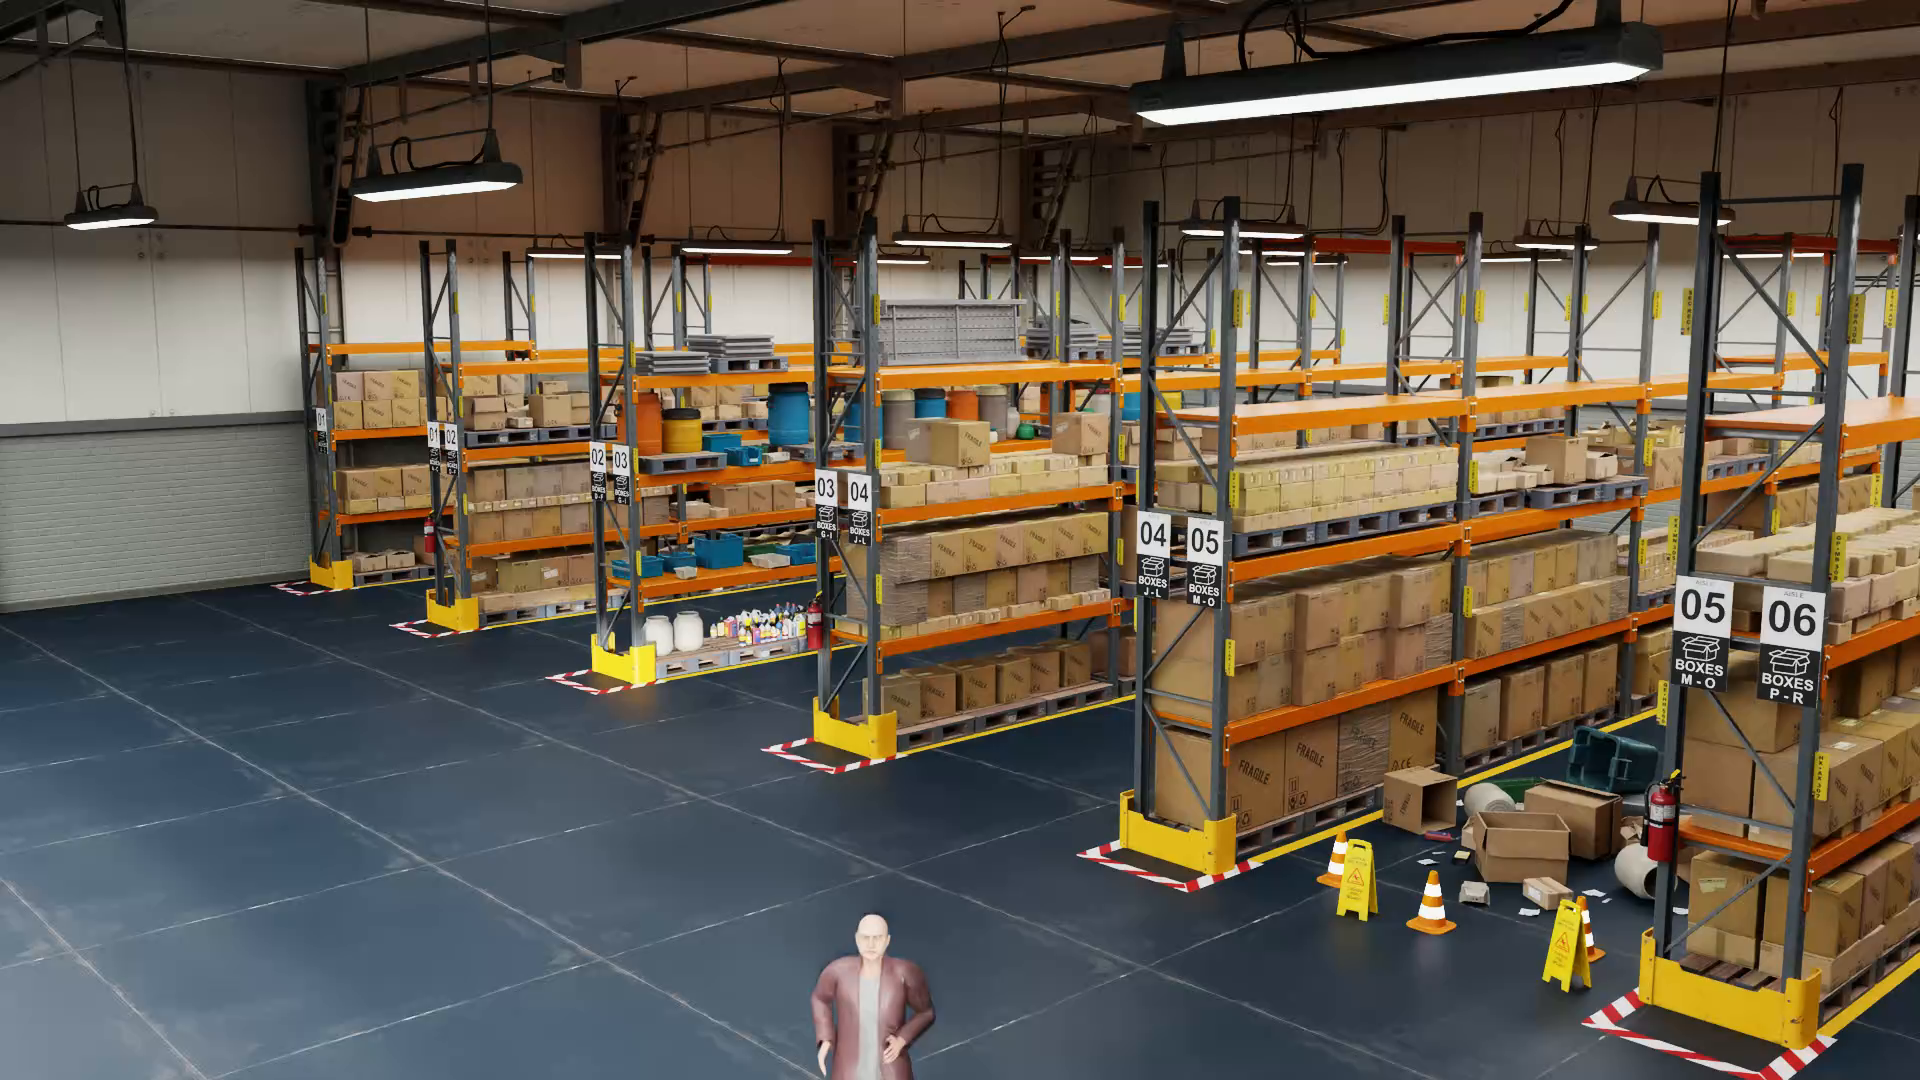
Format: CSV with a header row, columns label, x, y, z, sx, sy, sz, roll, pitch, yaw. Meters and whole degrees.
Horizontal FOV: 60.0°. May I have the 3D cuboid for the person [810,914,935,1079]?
label,x,y,z,sx,sy,sz,roll,pitch,yaw
person,-0.498,2.951,9.342,0.719,1.743,0.884,0,8,2
